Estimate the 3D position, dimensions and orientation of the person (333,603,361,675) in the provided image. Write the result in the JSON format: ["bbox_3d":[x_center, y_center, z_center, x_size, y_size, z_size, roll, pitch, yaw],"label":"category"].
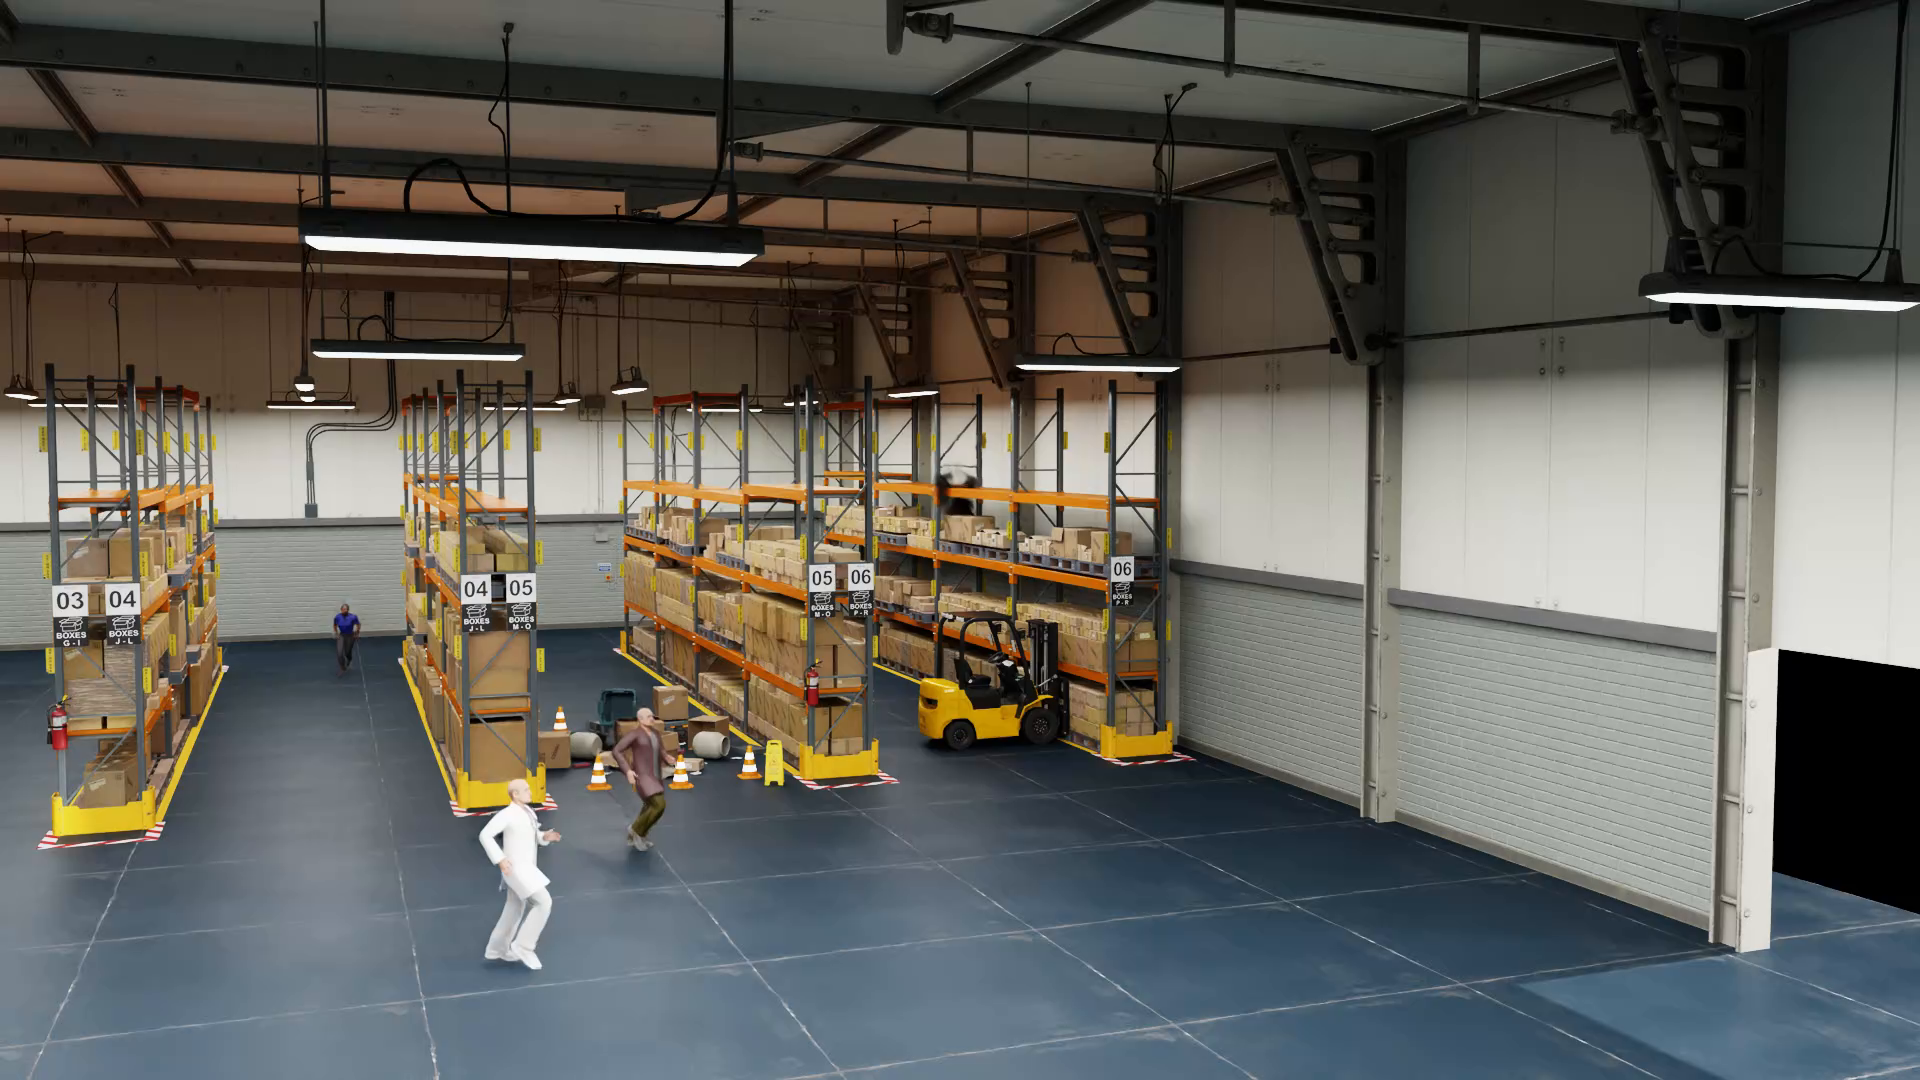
[{"bbox_3d":[-13.306,2.134,36.145,0.569,1.569,0.831,-1,3,-10],"label":"person"}]

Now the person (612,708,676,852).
[{"bbox_3d":[-3.796,2.928,20.319,0.715,1.749,0.694,1,4,23],"label":"person"}]

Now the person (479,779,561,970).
[{"bbox_3d":[-4.185,3.189,15.891,0.746,1.815,0.685,0,3,-3],"label":"person"}]
